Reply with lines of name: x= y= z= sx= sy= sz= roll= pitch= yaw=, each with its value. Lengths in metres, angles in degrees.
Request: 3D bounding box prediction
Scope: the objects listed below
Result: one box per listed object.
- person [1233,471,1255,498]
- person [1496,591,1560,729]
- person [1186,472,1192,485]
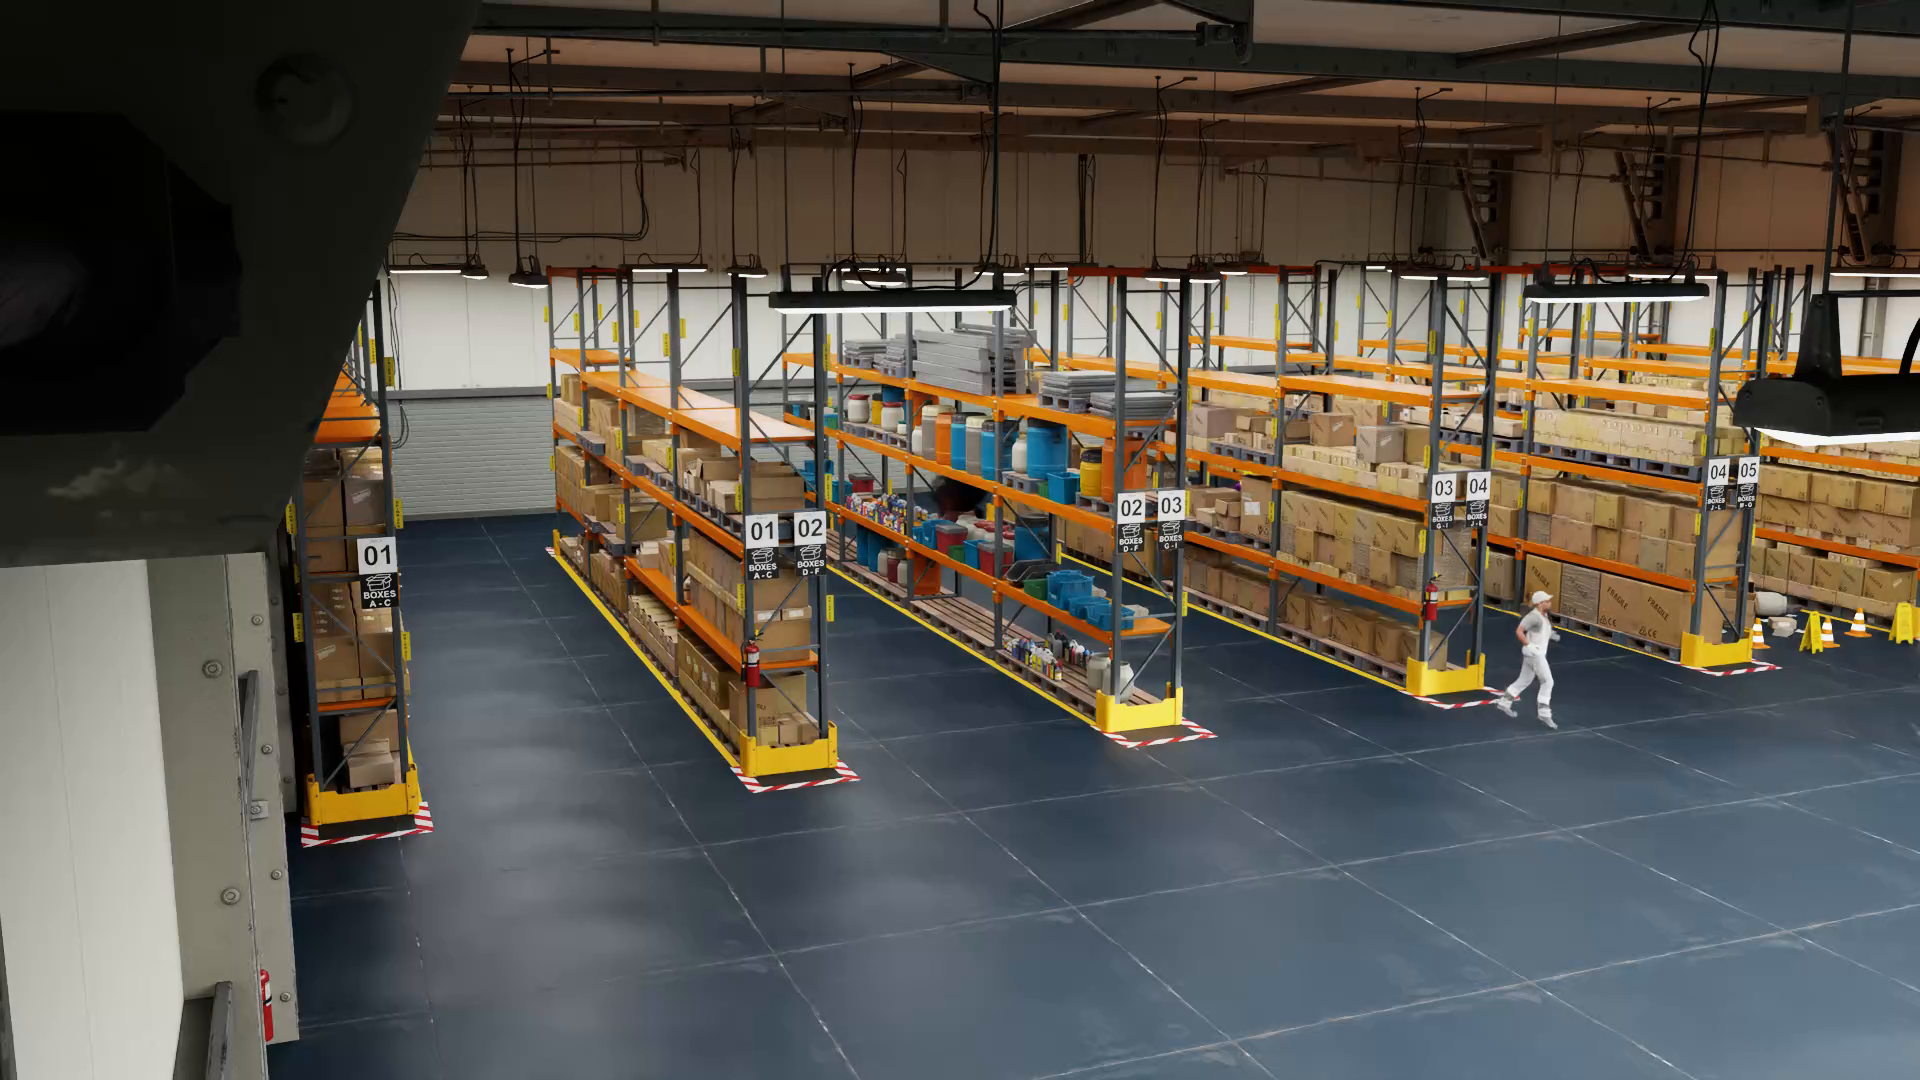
person: x=6.106 y=-0.618 z=35.104 sx=0.685 sy=1.776 sz=0.905 roll=-3 pitch=10 yaw=-15
person: x=7.701 y=1.578 z=22.416 sx=0.817 sy=1.839 sz=0.667 roll=4 pitch=11 yaw=22
person: x=5.030 y=-1.034 z=37.830 sx=0.611 sy=1.658 sz=0.548 roll=-5 pitch=11 yaw=-26
